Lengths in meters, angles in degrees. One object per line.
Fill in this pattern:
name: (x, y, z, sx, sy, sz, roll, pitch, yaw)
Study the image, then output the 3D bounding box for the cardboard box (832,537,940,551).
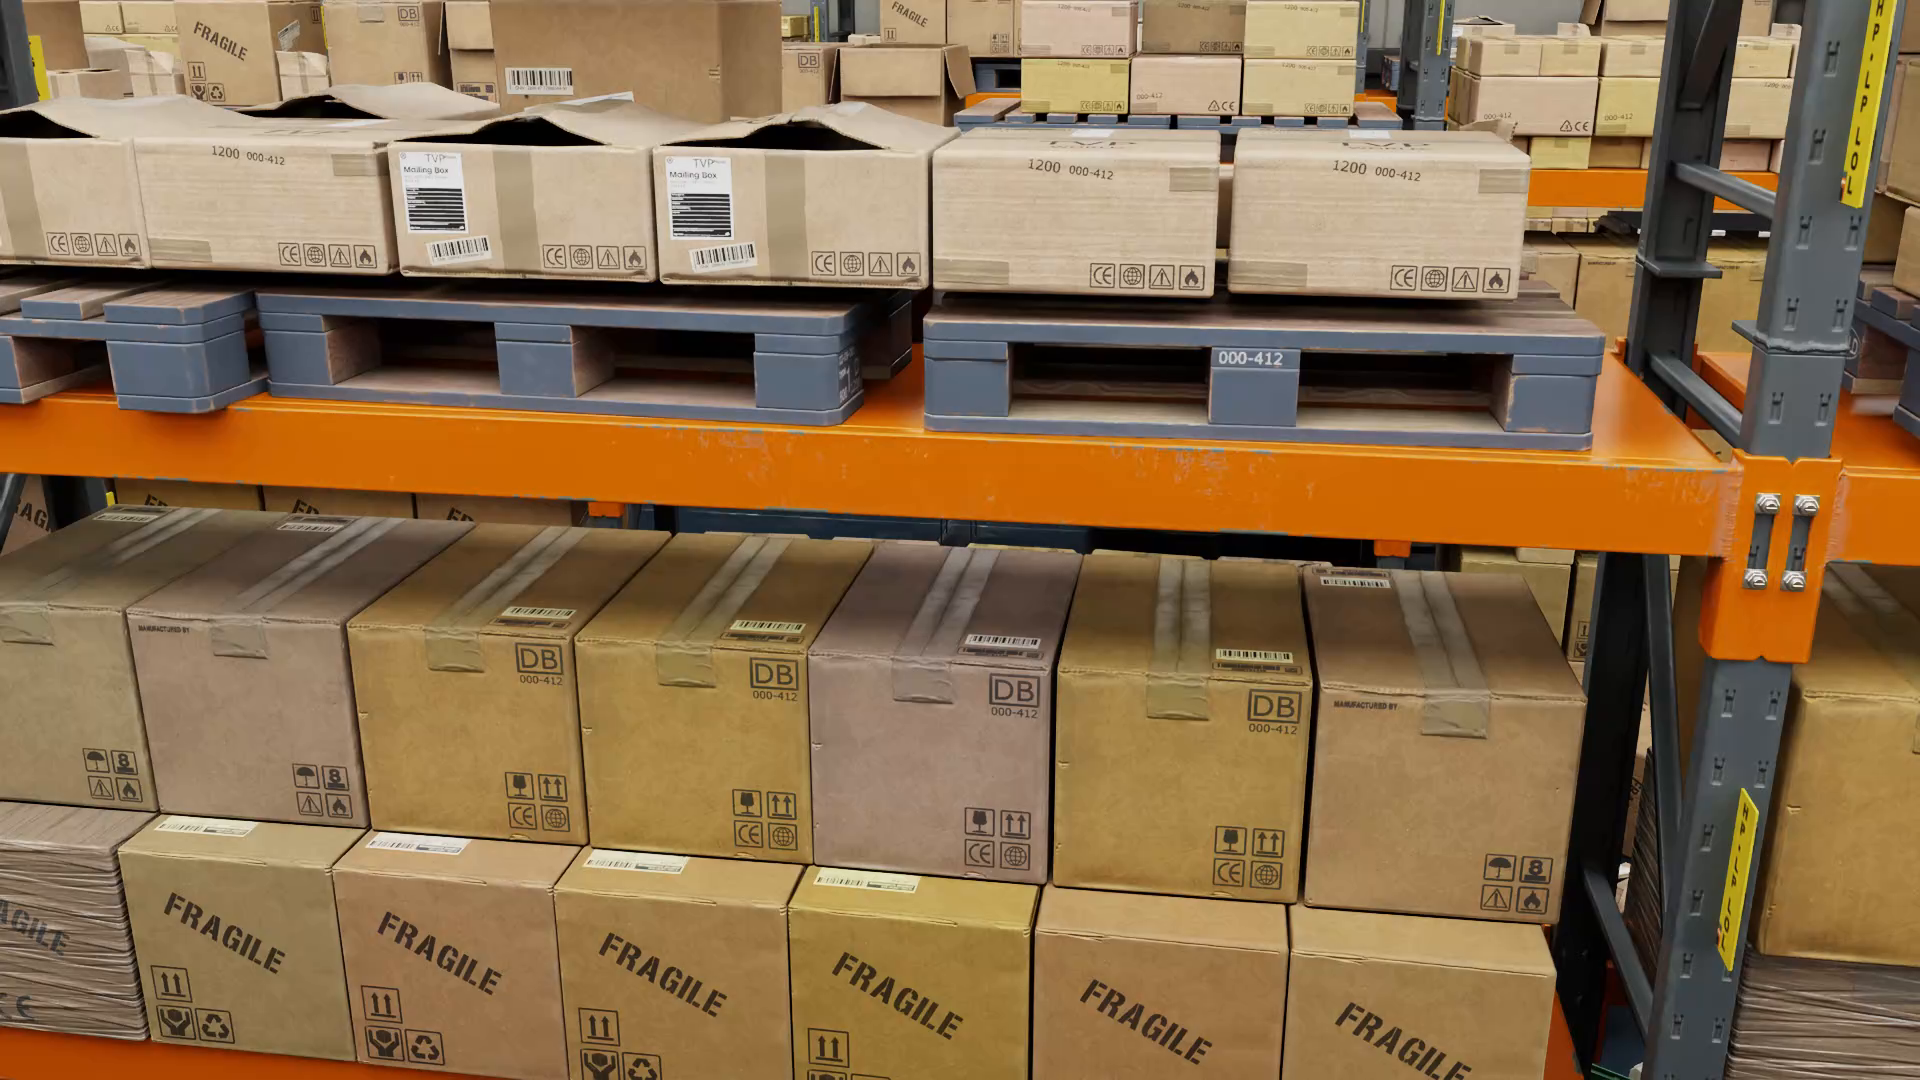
cardboard box: (-0.488, 0.315, 9.113, 0.625, 0.372, 0.950, 3, 19, 8)

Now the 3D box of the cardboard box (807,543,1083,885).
cardboard box: (-0.008, 0.364, 3.755, 0.500, 0.500, 0.700, 3, 19, 9)

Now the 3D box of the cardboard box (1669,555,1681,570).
cardboard box: (3.336, 0.010, 8.014, 0.250, 0.149, 0.380, 4, 19, 11)

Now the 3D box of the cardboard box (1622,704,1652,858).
cardboard box: (3.017, 1.068, 7.320, 0.500, 0.500, 0.500, -15, 24, -38)

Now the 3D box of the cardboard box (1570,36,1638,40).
cardboard box: (3.034, -2.300, 7.863, 0.250, 0.149, 0.380, 3, 19, 10)

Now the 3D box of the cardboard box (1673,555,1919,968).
cardboard box: (1.849, 0.405, 3.426, 0.550, 0.550, 0.875, 3, 19, 9)

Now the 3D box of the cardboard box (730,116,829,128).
cardboard box: (-0.324, -0.807, 3.652, 0.258, 0.266, 0.396, 3, 19, 9)

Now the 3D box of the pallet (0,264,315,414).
pallet: (-1.816, -0.559, 3.817, 1.003, 0.211, 1.213, 4, 19, 11)

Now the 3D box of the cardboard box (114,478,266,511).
cardboard box: (-4.206, -0.142, 9.686, 0.875, 0.875, 0.875, 3, 19, 10)

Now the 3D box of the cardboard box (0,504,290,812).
cardboard box: (-2.018, 0.262, 4.059, 0.500, 0.500, 0.700, 3, 19, 8)

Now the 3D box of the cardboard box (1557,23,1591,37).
cardboard box: (4.376, -3.587, 11.962, 0.258, 0.266, 0.396, 2, 19, 7)

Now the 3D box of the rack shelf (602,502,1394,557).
rack shelf: (0.200, -0.356, 8.774, 4.000, 0.370, 1.077, 3, 19, 9)

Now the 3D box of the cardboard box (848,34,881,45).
cardboard box: (-0.694, -3.799, 12.751, 0.250, 0.166, 0.380, 3, 19, 9)

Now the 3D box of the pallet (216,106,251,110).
pallet: (-3.523, -2.202, 8.727, 1.213, 0.211, 1.003, 4, 19, 11)

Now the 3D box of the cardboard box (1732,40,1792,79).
cardboard box: (3.463, -2.122, 7.329, 0.250, 0.149, 0.380, 2, 19, 7)

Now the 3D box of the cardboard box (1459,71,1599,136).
cardboard box: (2.566, -1.981, 7.537, 0.500, 0.250, 0.500, 3, 19, 7)

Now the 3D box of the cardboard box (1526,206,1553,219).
cardboard box: (4.251, -2.494, 12.382, 0.250, 0.149, 0.380, 3, 19, 8)

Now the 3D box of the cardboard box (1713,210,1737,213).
cardboard box: (5.501, -2.420, 12.160, 0.250, 0.149, 0.380, 3, 19, 10)

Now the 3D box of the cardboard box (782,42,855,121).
cardboard box: (-0.840, -2.217, 8.317, 0.500, 0.500, 0.700, 3, 19, 9)

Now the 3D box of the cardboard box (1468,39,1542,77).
cardboard box: (2.434, -2.160, 7.443, 0.250, 0.149, 0.380, 3, 19, 8)

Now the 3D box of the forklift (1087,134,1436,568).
forklift: (2.376, -1.270, 10.480, 3.031, 2.935, 1.130, 3, 19, 7)

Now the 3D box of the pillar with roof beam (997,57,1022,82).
pillar with roof beam: (-0.243, -4.066, 9.274, 0.400, 9.000, 9.100, 3, 19, 9)

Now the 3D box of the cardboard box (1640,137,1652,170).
cardboard box: (3.197, -1.774, 7.546, 0.250, 0.149, 0.380, 3, 19, 10)

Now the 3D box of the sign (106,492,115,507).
sign: (-2.375, 0.035, 4.647, 0.005, 0.325, 0.100, 3, 19, 9)

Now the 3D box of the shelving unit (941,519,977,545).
shelving unit: (-0.008, -0.427, 11.162, 0.210, 0.900, 0.258, 3, 19, 9)

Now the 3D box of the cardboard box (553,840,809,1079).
cardboard box: (-0.567, 0.894, 3.747, 0.500, 0.500, 0.500, 3, 19, 8)

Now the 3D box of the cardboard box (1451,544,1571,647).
cardboard box: (2.715, 0.267, 8.268, 0.500, 0.500, 0.500, 4, 19, 11)

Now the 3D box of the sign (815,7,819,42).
sign: (-1.079, -3.851, 12.543, 0.005, 0.325, 0.100, 3, 19, 9)

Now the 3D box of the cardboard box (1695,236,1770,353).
cardboard box: (3.567, -1.103, 7.670, 0.500, 0.500, 0.700, 3, 19, 7)

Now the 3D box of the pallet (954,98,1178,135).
pallet: (0.558, -2.046, 8.258, 1.003, 0.211, 1.213, 3, 19, 9)

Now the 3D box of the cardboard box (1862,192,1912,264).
cardboard box: (1.900, -0.672, 3.435, 0.250, 0.149, 0.380, 3, 19, 8)

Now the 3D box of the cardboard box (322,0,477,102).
cardboard box: (-2.782, -2.457, 8.373, 0.500, 0.500, 0.700, 2, 19, 6)

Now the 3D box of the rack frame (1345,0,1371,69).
rack frame: (2.959, -4.997, 12.055, 0.127, 3.000, 1.000, 3, 19, 9)

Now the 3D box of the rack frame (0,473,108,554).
rack frame: (-2.460, 0.758, 4.311, 0.127, 3.000, 1.000, 3, 19, 9)

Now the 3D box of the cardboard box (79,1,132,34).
cardboard box: (-6.989, -4.309, 13.707, 0.500, 0.250, 0.500, 3, 19, 10)

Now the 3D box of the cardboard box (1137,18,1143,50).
cardboard box: (1.448, -3.777, 12.459, 0.500, 0.311, 0.500, 2, 19, 7)

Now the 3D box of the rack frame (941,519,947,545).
rack frame: (-0.108, -0.432, 11.177, 0.006, 0.900, 0.240, 3, 19, 9)

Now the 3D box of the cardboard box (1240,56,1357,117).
cardboard box: (1.575, -2.131, 7.792, 0.500, 0.250, 0.500, 3, 19, 8)

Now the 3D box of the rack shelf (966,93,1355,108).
rack shelf: (0.984, -3.334, 12.946, 4.000, 0.370, 1.077, 3, 19, 9)

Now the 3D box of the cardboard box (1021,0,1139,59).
cardboard box: (0.572, -2.418, 7.861, 0.500, 0.250, 0.500, 3, 19, 10)

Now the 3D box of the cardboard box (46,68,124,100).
cardboard box: (-4.530, -2.337, 8.539, 0.250, 0.166, 0.380, 2, 19, 5)

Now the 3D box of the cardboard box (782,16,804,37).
cardboard box: (-1.377, -3.959, 12.821, 0.250, 0.149, 0.380, 4, 19, 10)

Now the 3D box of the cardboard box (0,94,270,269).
cardboard box: (-1.780, -0.764, 3.451, 0.500, 0.311, 0.500, 3, 19, 9)

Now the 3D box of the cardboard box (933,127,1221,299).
cardboard box: (0.236, -0.632, 3.154, 0.500, 0.250, 0.500, 3, 19, 8)

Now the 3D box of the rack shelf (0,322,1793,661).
rack shelf: (-0.485, -0.223, 3.648, 4.000, 0.370, 1.077, 3, 19, 9)
